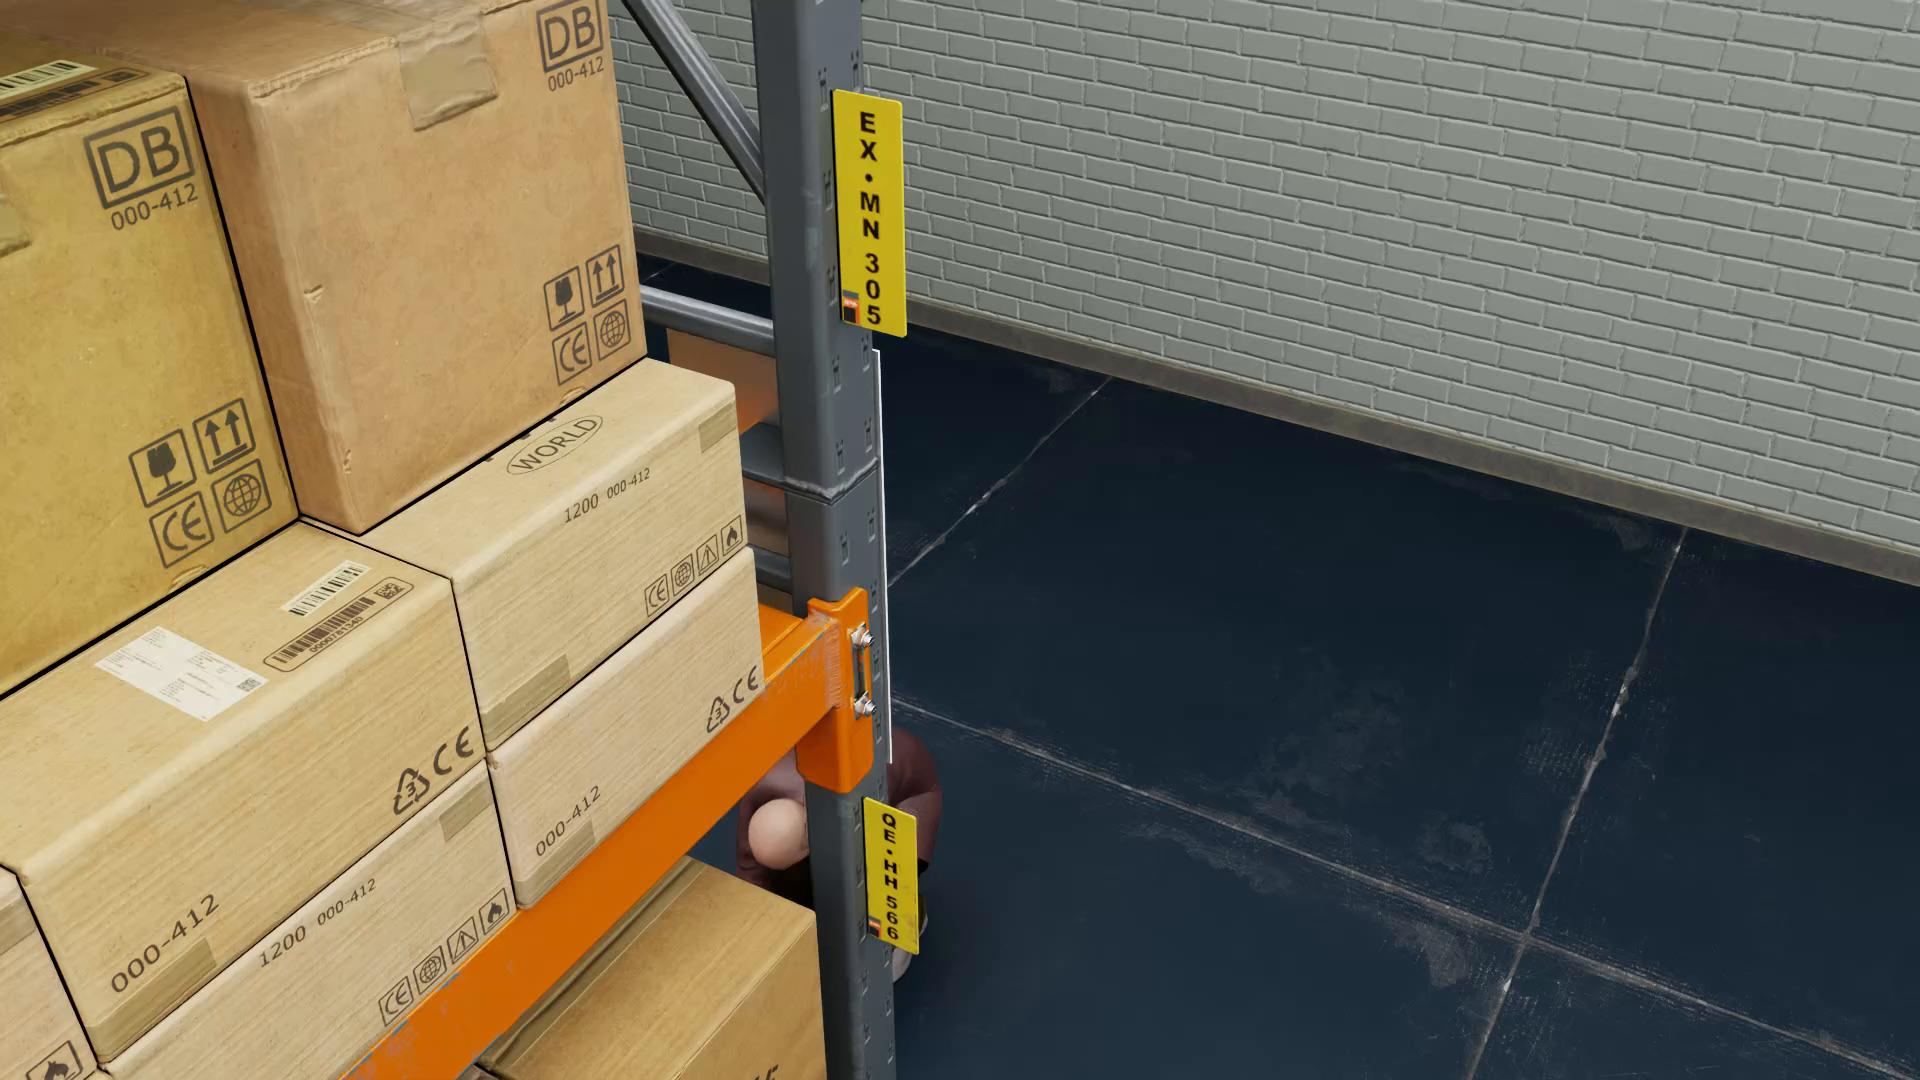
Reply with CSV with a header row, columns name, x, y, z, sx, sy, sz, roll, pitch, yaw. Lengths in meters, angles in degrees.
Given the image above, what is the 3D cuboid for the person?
name,x,y,z,sx,sy,sz,roll,pitch,yaw
person,-0.401,1.015,5.333,0.583,1.002,0.945,16,37,23
